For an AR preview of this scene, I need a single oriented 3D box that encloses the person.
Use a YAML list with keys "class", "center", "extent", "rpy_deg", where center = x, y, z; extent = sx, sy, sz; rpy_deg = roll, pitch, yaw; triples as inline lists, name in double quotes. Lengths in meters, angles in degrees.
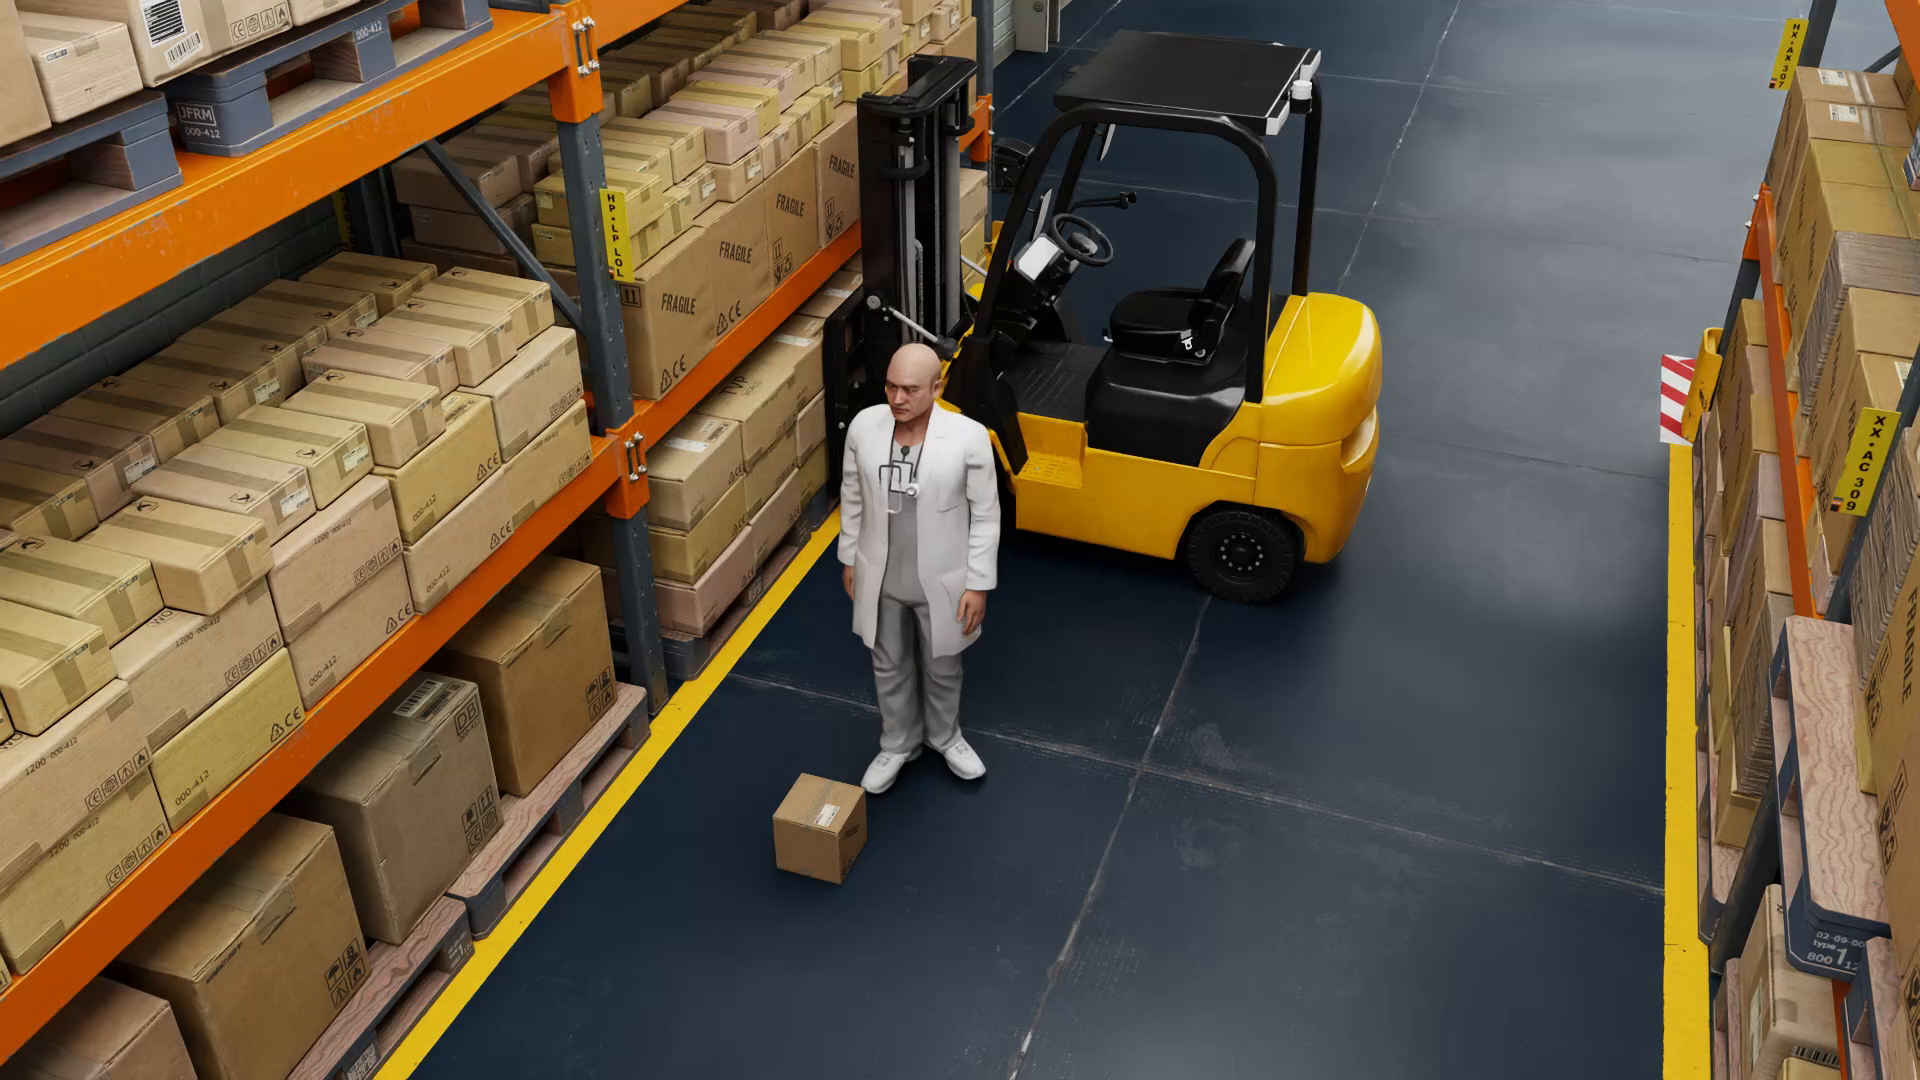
- class: "person"
  center: [-0.160, 0.128, 5.909]
  extent: [0.613, 1.778, 0.452]
  rpy_deg: [9, 34, 14]
